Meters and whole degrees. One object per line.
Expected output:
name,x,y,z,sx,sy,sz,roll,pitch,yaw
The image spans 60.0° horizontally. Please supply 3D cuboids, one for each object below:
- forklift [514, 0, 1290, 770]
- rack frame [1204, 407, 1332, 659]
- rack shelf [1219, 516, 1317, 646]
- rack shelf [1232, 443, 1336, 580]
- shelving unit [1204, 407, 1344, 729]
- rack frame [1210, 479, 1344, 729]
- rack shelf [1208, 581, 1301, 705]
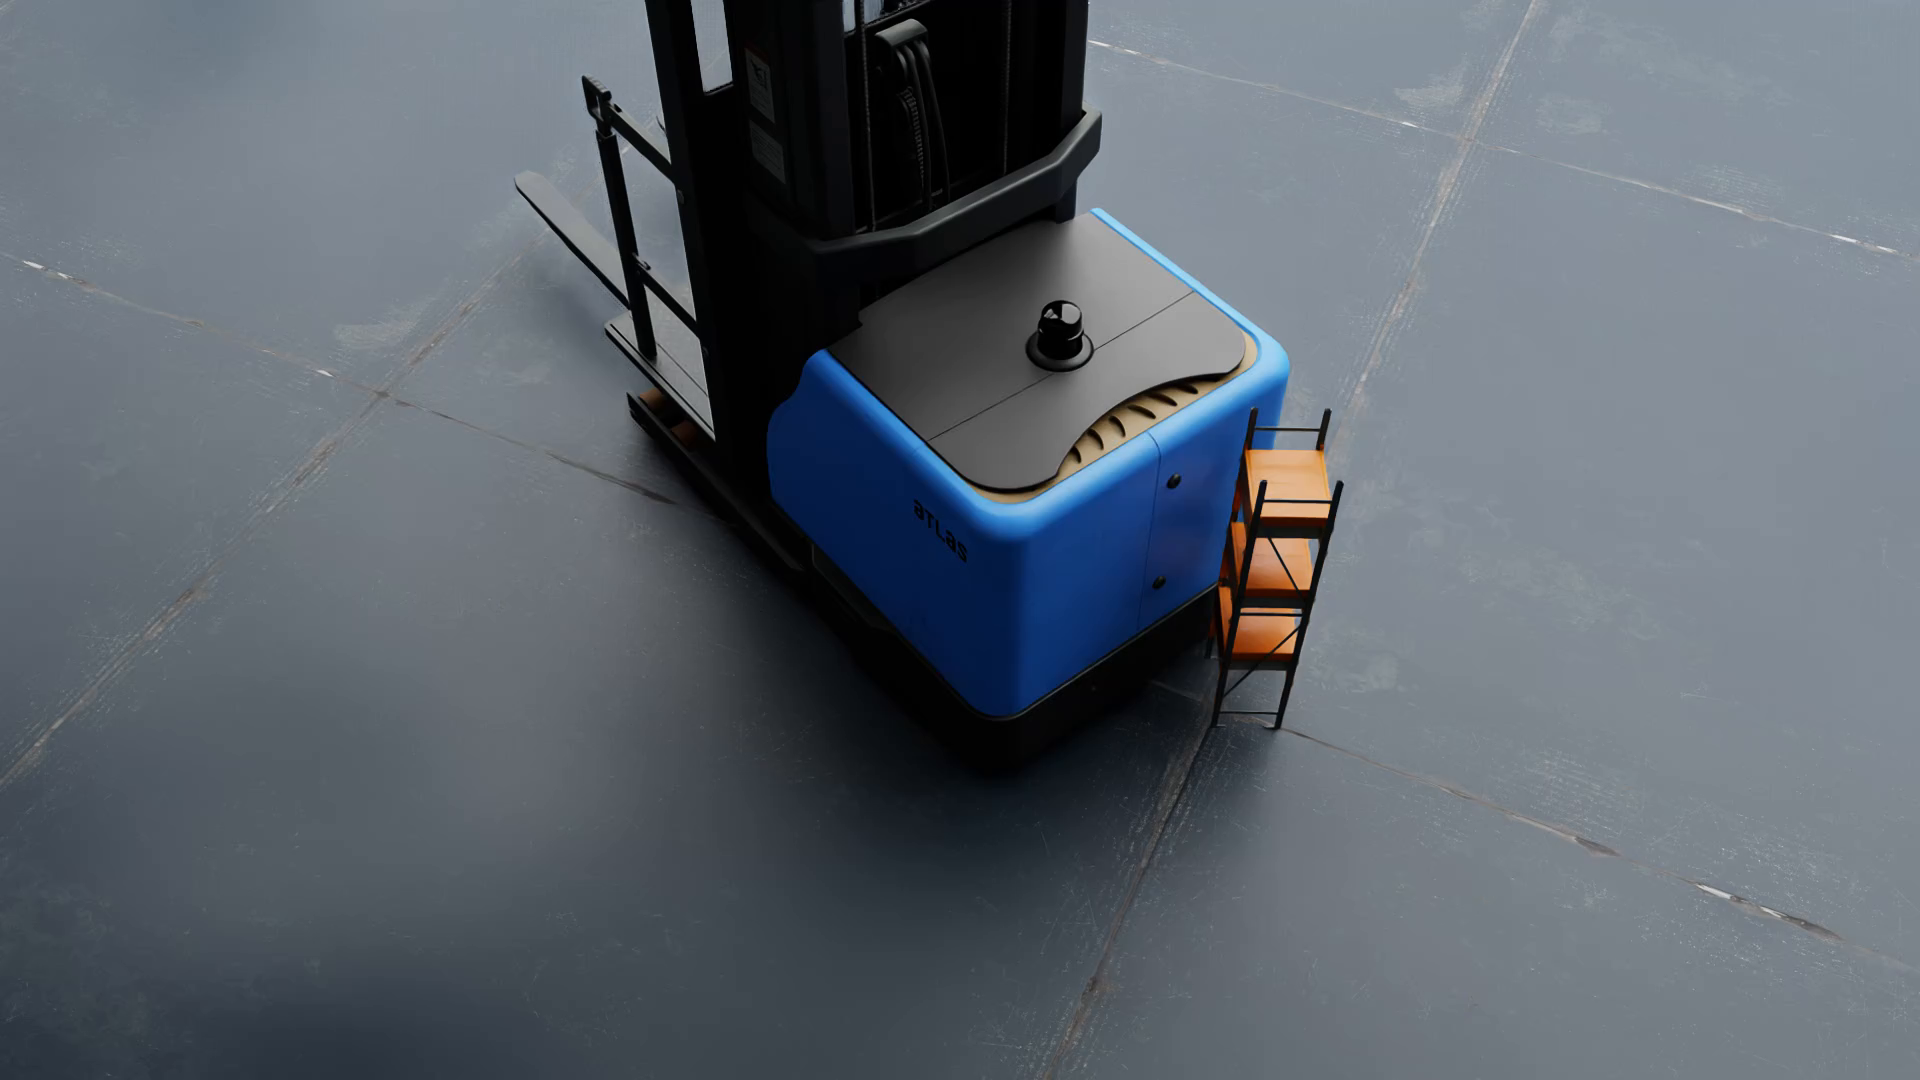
forklift,-0.438,-1.386,4.505,1.130,2.935,3.031,-31,56,-24
rack frame,0.828,0.013,4.549,0.200,1.050,0.008,1,50,1
rack shelf,0.825,0.113,4.479,0.215,0.259,0.240,1,50,1
rack shelf,0.825,-0.071,4.262,0.215,0.259,0.240,1,50,1
shelving unit,0.825,0.106,4.470,0.215,1.050,0.252,1,50,1
rack frame,0.822,0.199,4.391,0.200,1.050,0.008,1,50,1
rack shelf,0.825,0.293,4.690,0.215,0.259,0.240,1,50,1
